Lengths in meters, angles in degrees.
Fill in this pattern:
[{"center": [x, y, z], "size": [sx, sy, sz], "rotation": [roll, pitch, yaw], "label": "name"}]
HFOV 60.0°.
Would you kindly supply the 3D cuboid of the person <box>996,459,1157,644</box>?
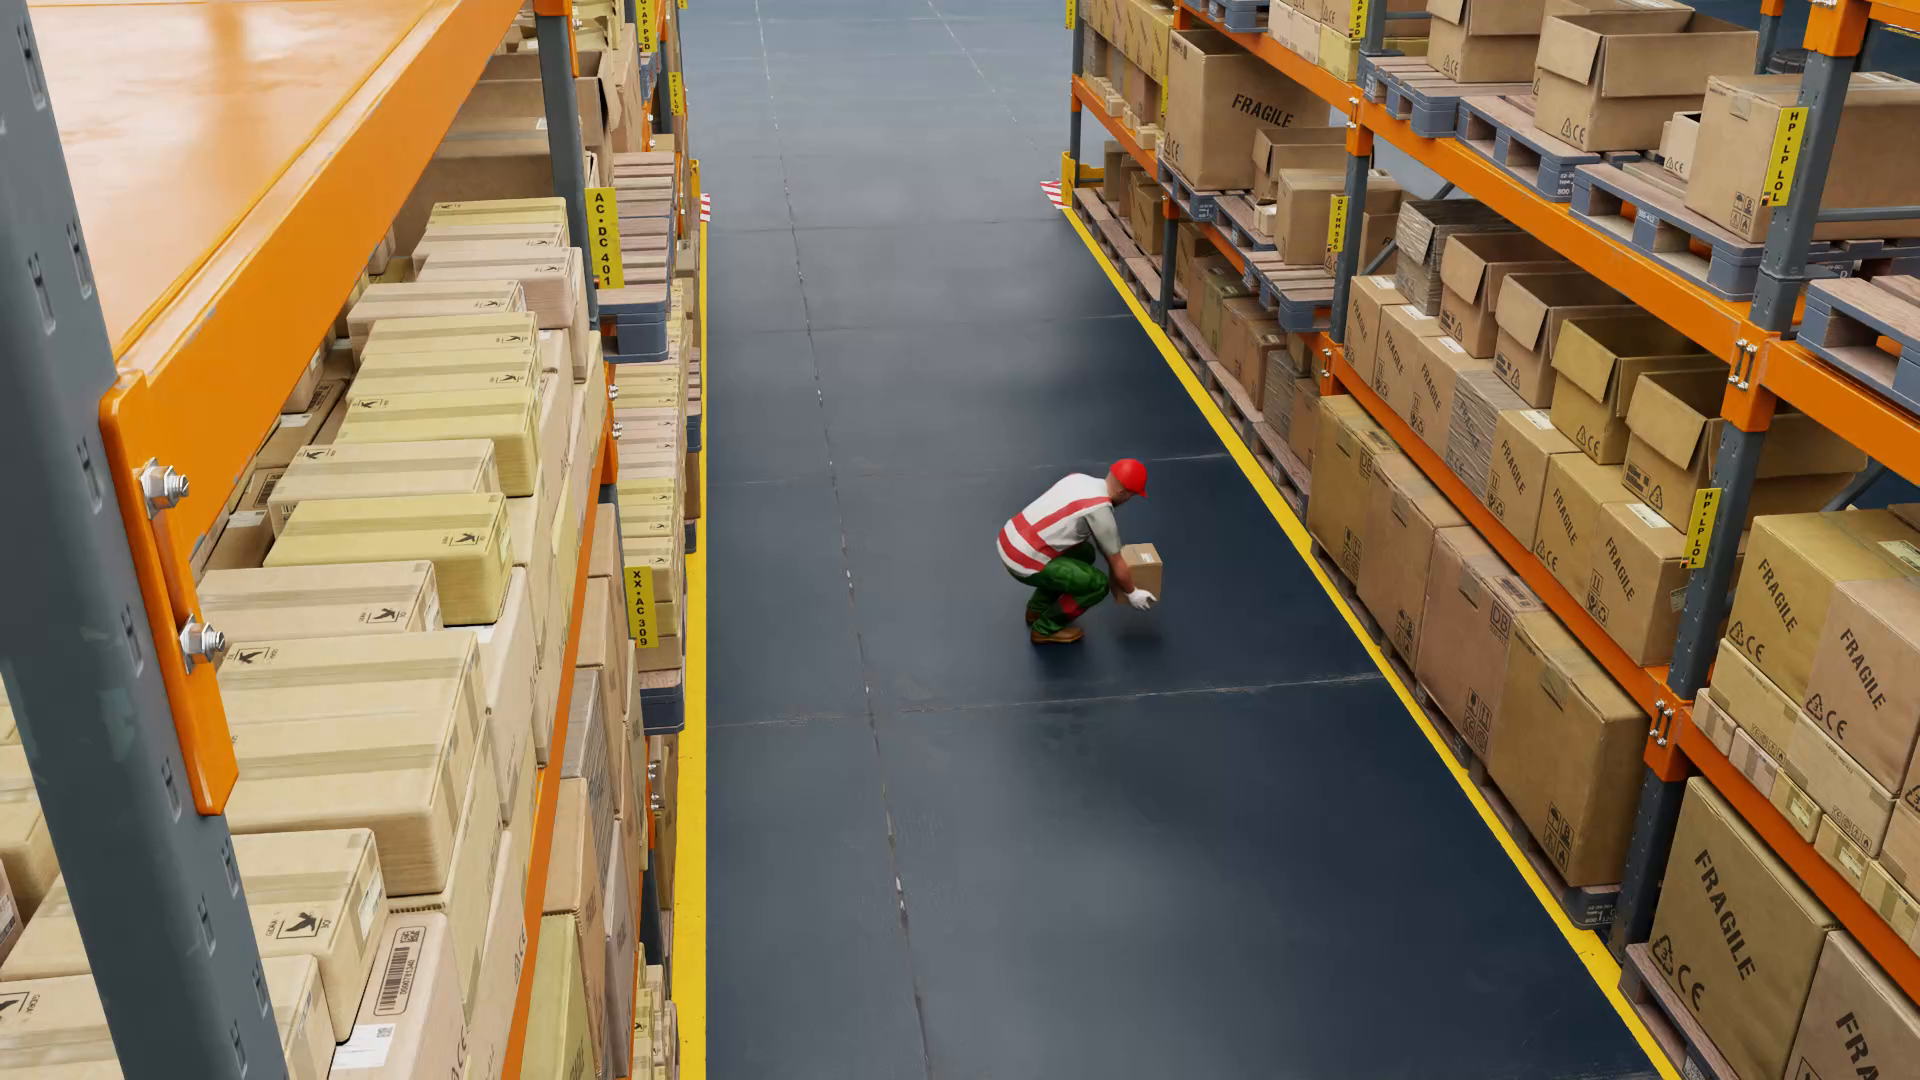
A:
[{"center": [0.645, 0.040, 9.374], "size": [0.881, 1.015, 0.572], "rotation": [-4, 27, -7], "label": "person"}]
